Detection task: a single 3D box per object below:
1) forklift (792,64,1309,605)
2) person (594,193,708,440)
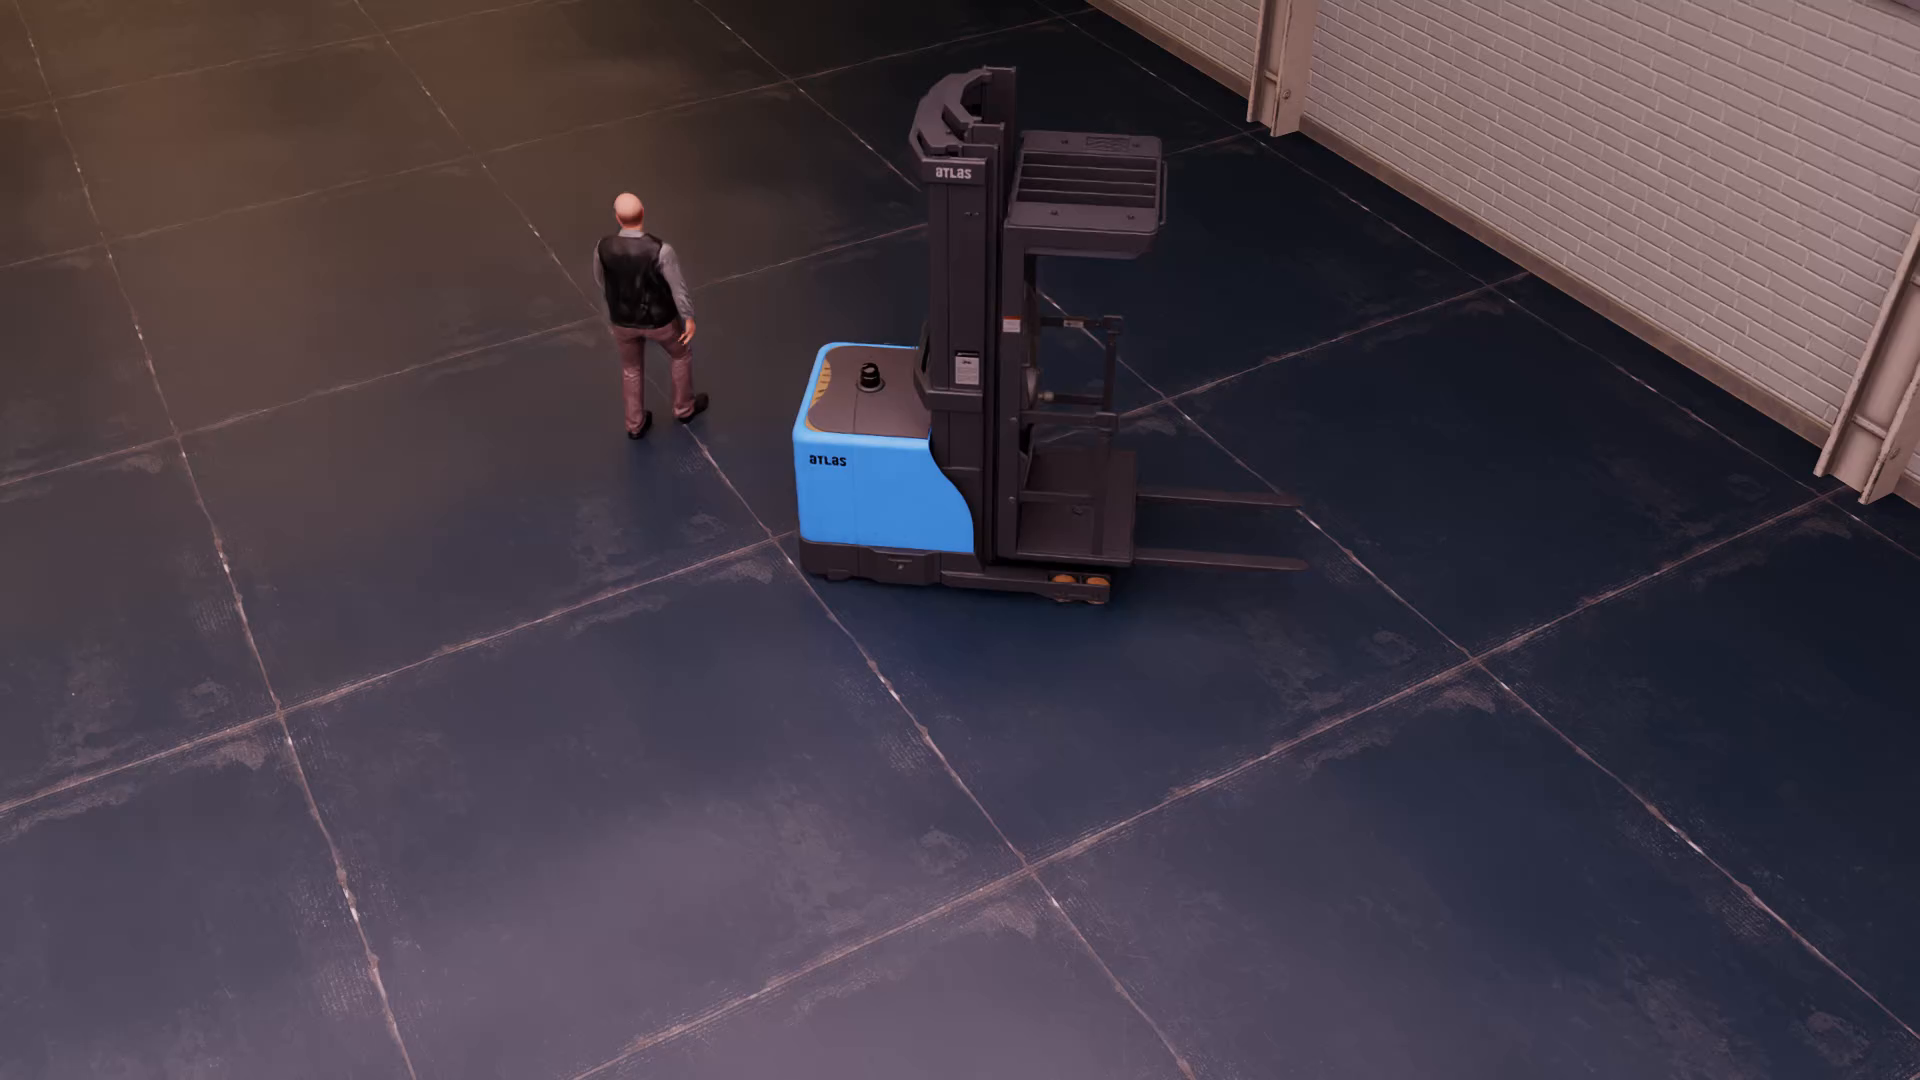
[{"bbox_3d":[0.585,-1.104,9.367,3.031,2.935,1.130,4,40,5],"label":"forklift"},{"bbox_3d":[-2.029,-1.456,10.776,0.658,1.692,0.532,4,40,5],"label":"person"}]
